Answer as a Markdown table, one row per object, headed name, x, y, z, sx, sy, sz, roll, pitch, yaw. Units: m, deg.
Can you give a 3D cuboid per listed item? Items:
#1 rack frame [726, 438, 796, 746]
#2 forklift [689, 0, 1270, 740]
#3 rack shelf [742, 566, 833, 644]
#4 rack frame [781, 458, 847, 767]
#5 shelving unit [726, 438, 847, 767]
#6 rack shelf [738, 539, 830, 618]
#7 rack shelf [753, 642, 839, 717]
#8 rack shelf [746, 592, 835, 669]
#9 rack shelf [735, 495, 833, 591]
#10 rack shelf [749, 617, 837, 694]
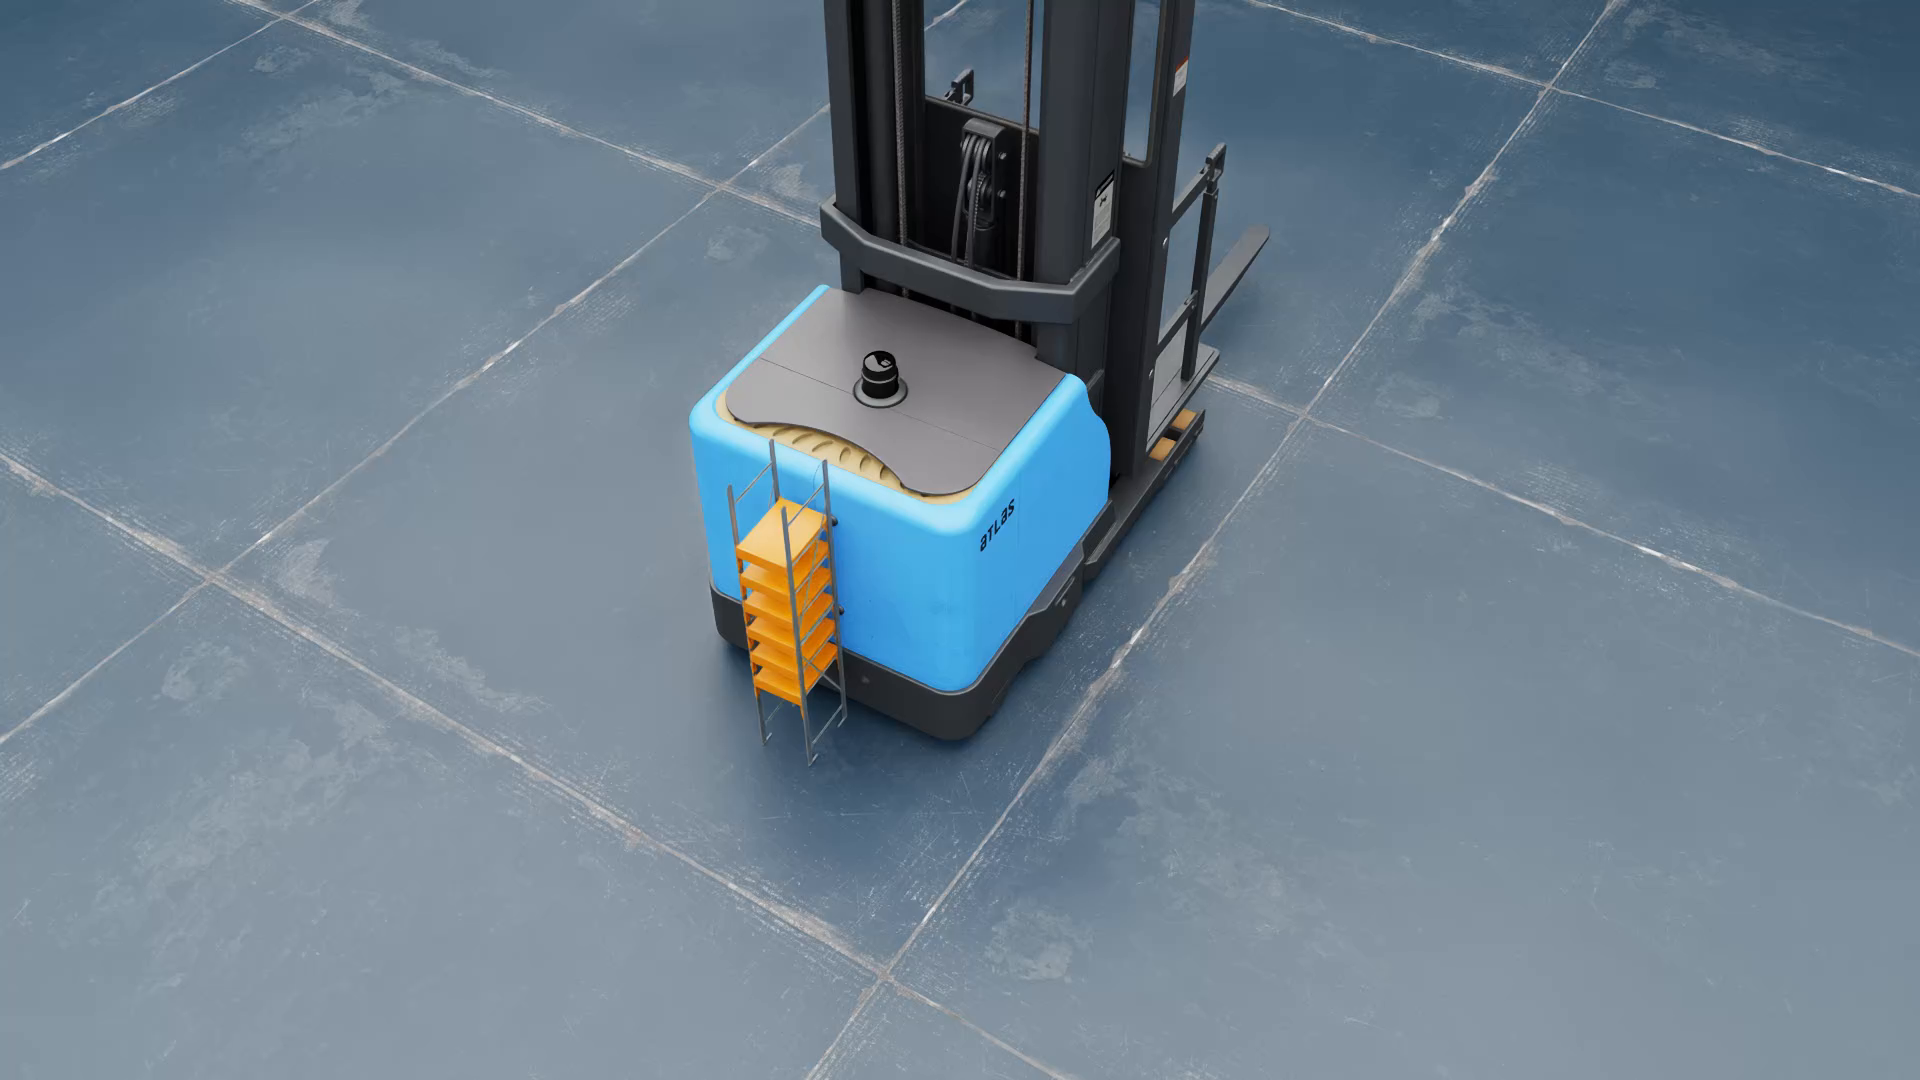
| name | x | y | z | sx | sy | sz | roll | pitch | yaw |
| --- | --- | --- | --- | --- | --- | --- | --- | --- | --- |
| rack frame | -0.604 | 0.195 | 5.224 | 0.006 | 1.200 | 0.240 | 21 | 50 | 19 |
| forklift | 0.310 | -1.408 | 5.575 | 1.130 | 2.935 | 3.031 | 22 | 50 | 20 |
| rack shelf | -0.524 | 0.174 | 5.139 | 0.180 | 0.103 | 0.258 | 21 | 50 | 19 |
| rack frame | -0.444 | 0.258 | 5.163 | 0.006 | 1.200 | 0.240 | 21 | 50 | 19 |
| shelving unit | -0.524 | 0.227 | 5.193 | 0.189 | 1.200 | 0.258 | 21 | 50 | 19 |
| rack shelf | -0.524 | 0.090 | 5.053 | 0.180 | 0.103 | 0.258 | 21 | 50 | 19 |
| rack shelf | -0.524 | 0.425 | 5.397 | 0.180 | 0.103 | 0.258 | 21 | 50 | 19 |
| rack shelf | -0.524 | 0.258 | 5.225 | 0.180 | 0.103 | 0.258 | 21 | 50 | 19 |
| rack shelf | -0.524 | 0.007 | 4.967 | 0.180 | 0.103 | 0.258 | 21 | 50 | 19 |
| rack shelf | -0.524 | 0.341 | 5.311 | 0.180 | 0.103 | 0.258 | 21 | 50 | 19 |
